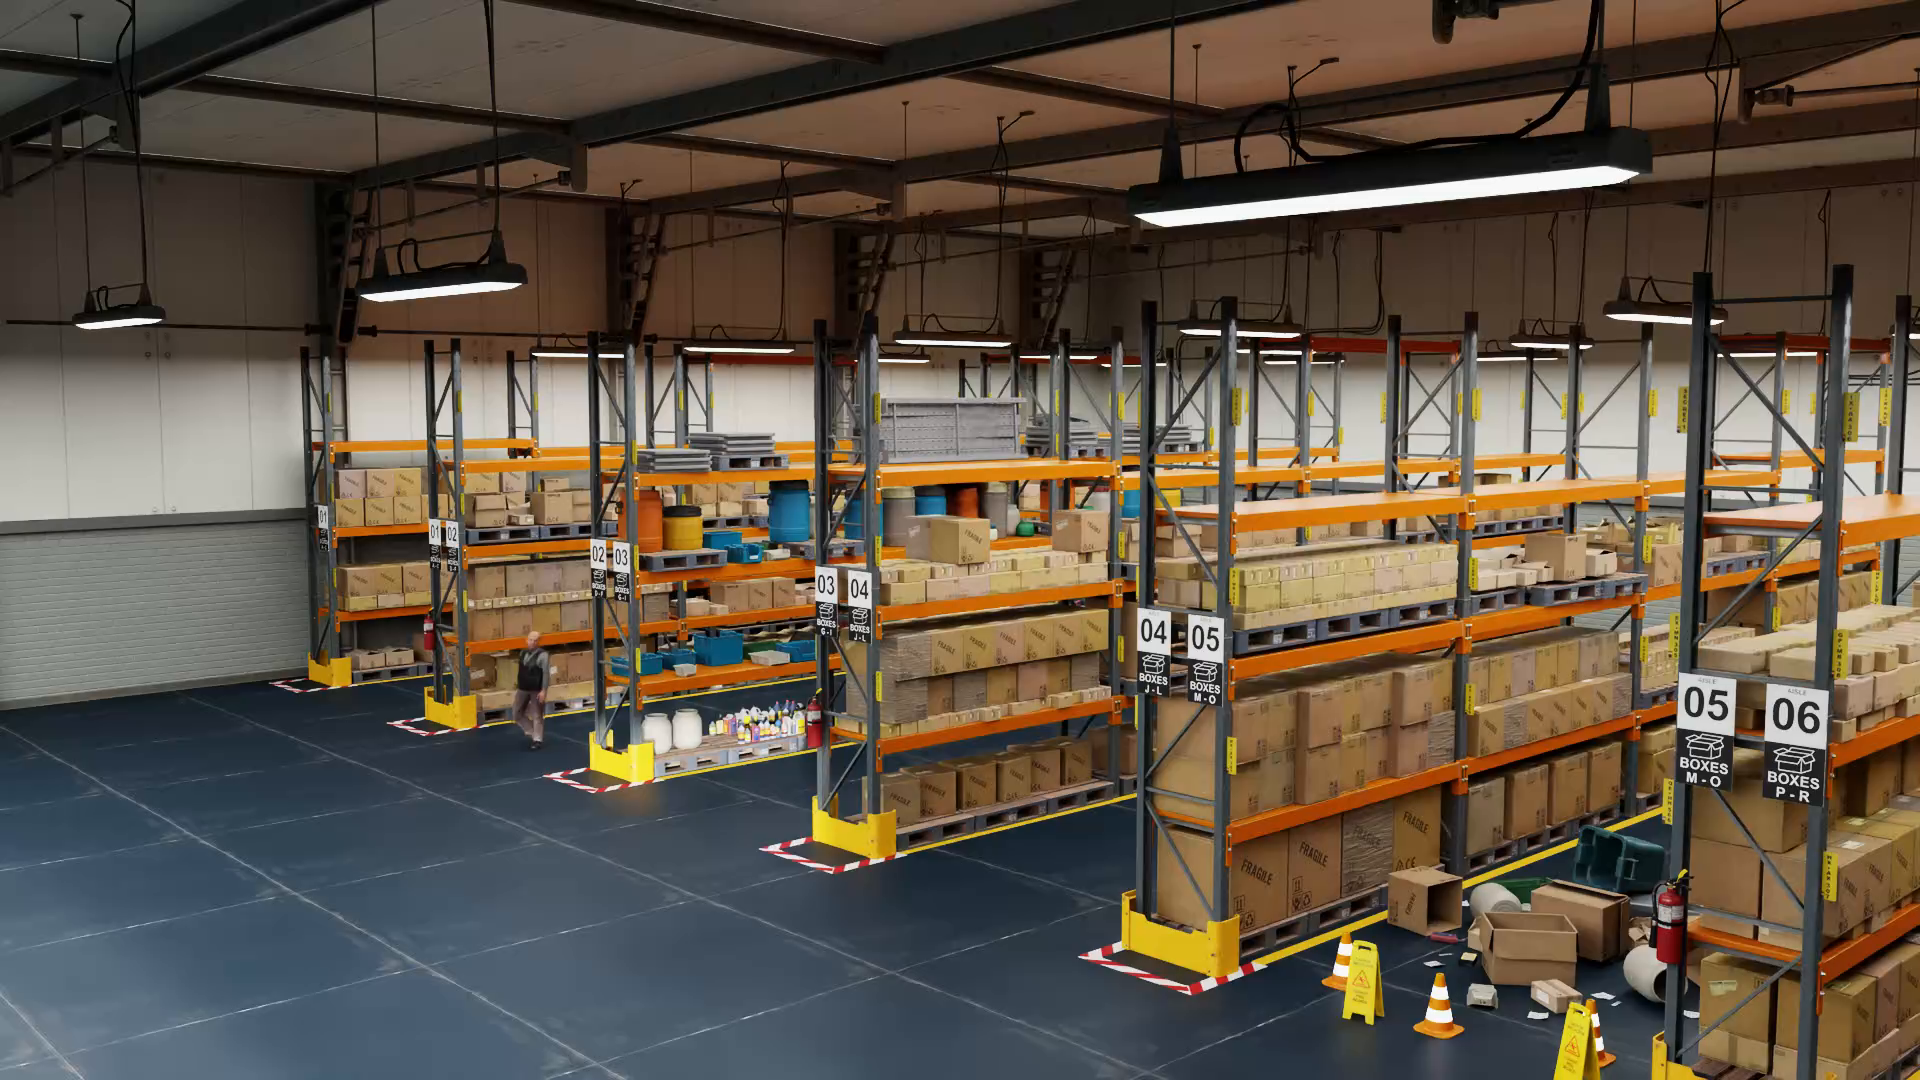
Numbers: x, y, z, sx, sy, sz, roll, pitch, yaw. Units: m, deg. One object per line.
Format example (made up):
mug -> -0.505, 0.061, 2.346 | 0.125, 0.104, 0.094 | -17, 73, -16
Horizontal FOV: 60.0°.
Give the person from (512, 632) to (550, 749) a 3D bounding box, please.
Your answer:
person -> -6.233, 2.181, 24.155 | 0.676, 1.713, 0.454 | 2, 5, 23
